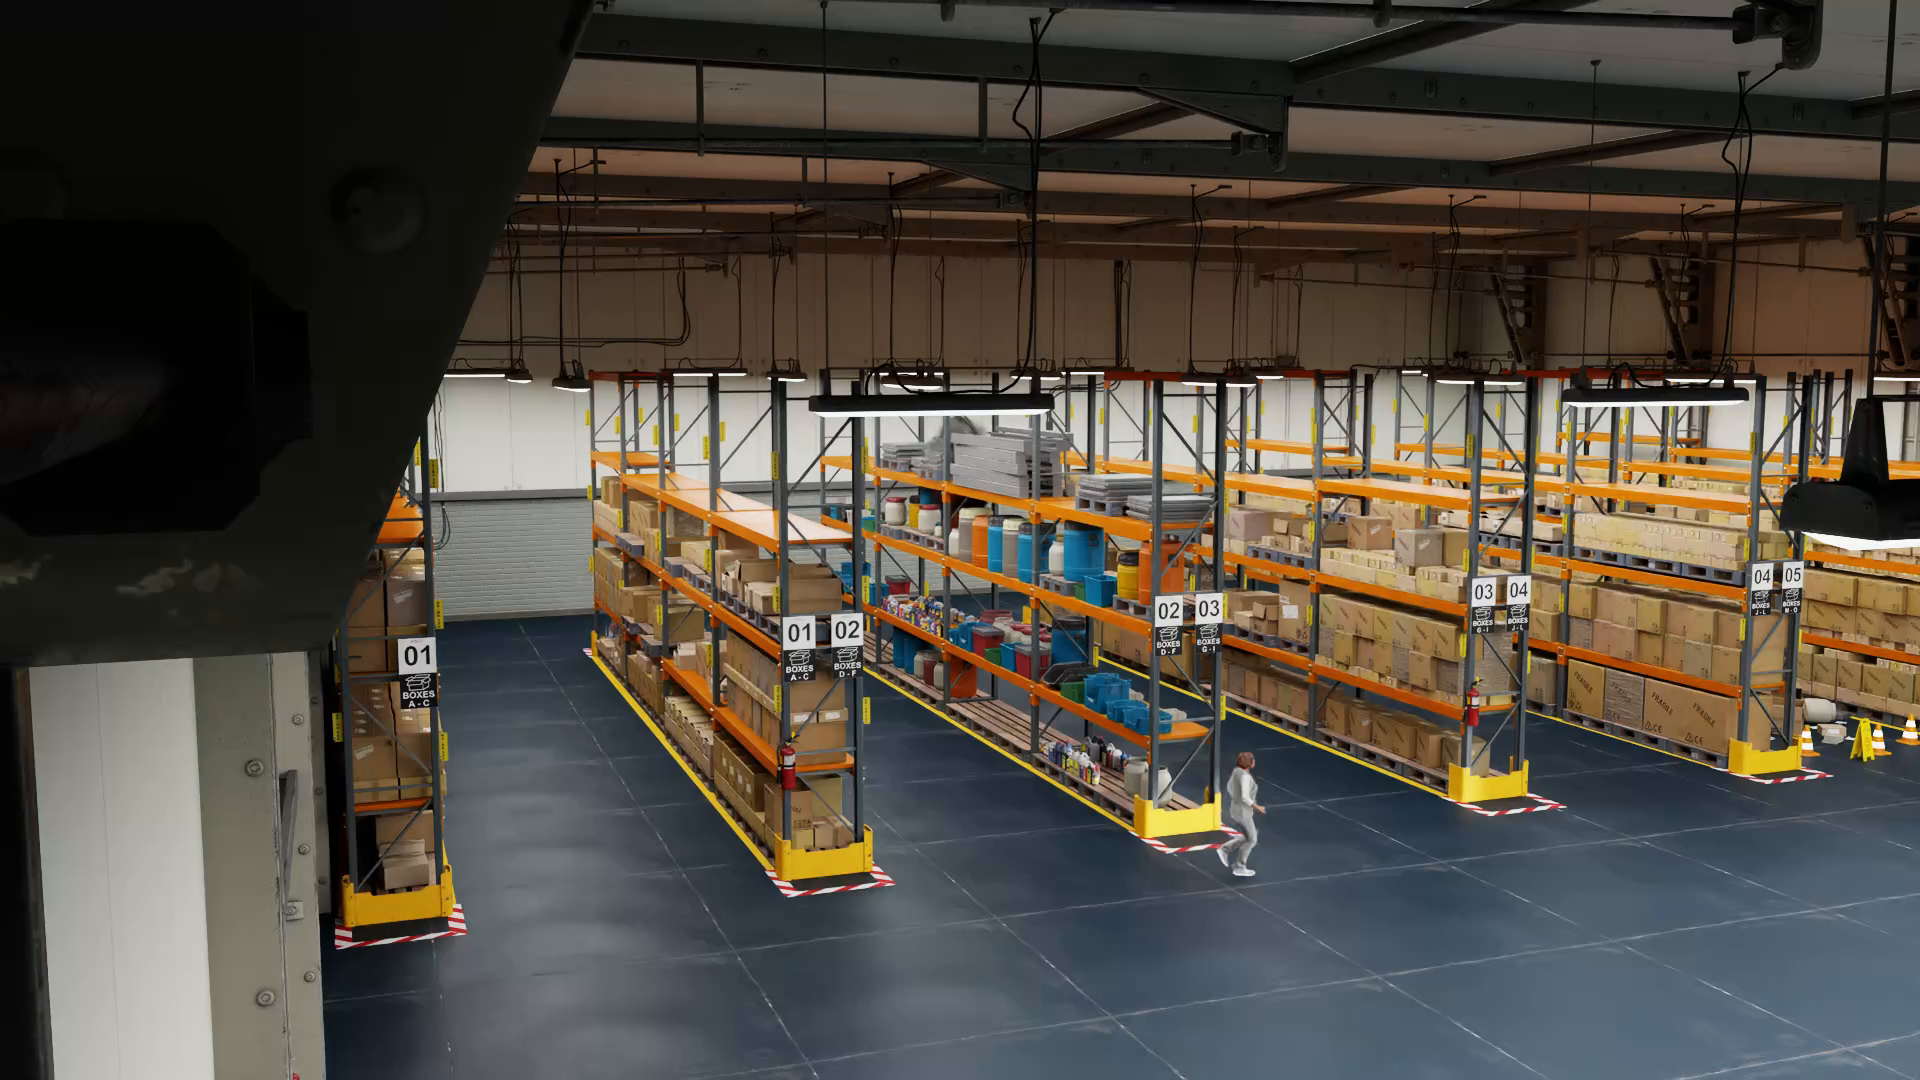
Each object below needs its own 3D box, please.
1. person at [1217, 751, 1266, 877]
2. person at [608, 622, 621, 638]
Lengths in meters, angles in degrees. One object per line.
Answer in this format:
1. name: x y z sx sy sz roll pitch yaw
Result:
1. person: 3.406 3.334 20.108 0.548 1.538 0.557 0 6 -1
2. person: -7.450 1.426 36.835 0.555 1.615 0.632 5 8 40
